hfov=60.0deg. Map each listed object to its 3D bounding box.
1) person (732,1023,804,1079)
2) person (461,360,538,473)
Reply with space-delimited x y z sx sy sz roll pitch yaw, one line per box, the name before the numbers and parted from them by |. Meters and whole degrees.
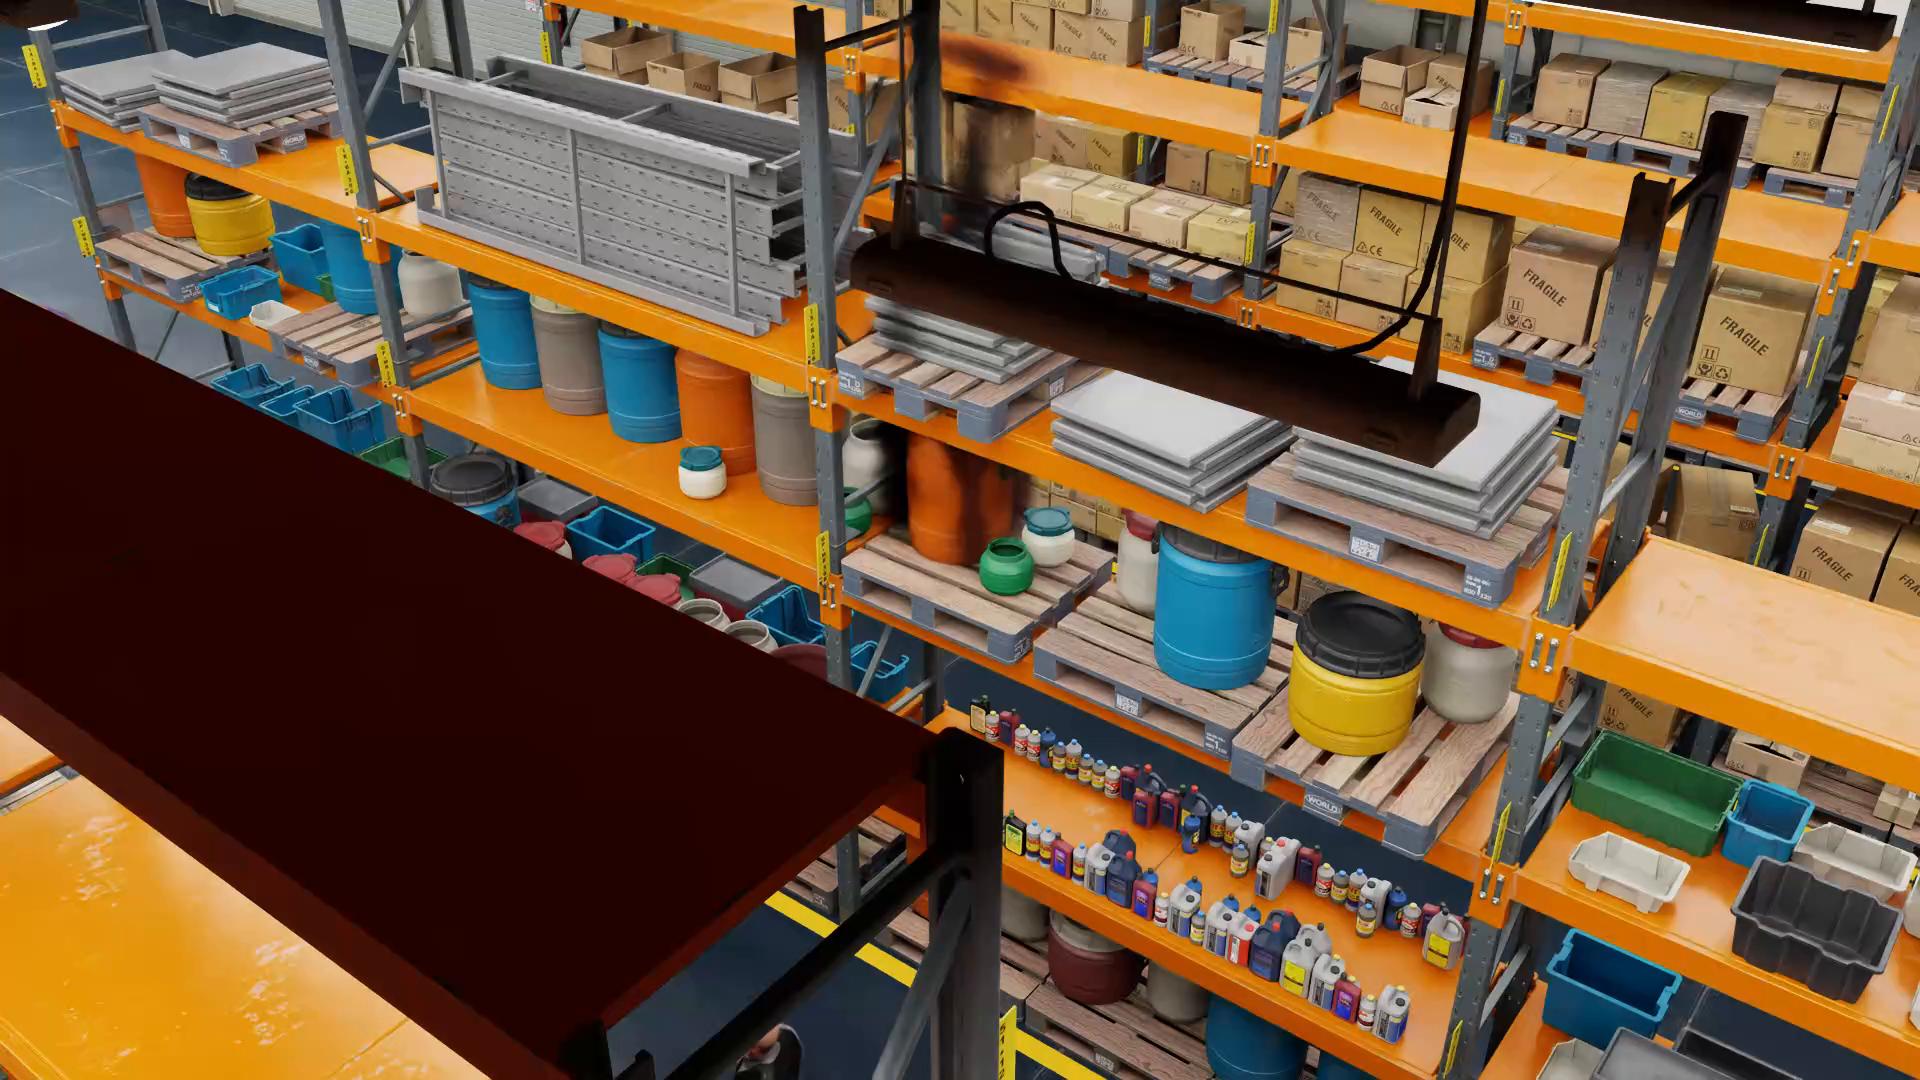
person | -0.924 3.077 8.560 0.820 1.778 0.631 14 34 22
person | -4.451 -1.360 15.817 0.813 1.829 0.631 4 32 7
